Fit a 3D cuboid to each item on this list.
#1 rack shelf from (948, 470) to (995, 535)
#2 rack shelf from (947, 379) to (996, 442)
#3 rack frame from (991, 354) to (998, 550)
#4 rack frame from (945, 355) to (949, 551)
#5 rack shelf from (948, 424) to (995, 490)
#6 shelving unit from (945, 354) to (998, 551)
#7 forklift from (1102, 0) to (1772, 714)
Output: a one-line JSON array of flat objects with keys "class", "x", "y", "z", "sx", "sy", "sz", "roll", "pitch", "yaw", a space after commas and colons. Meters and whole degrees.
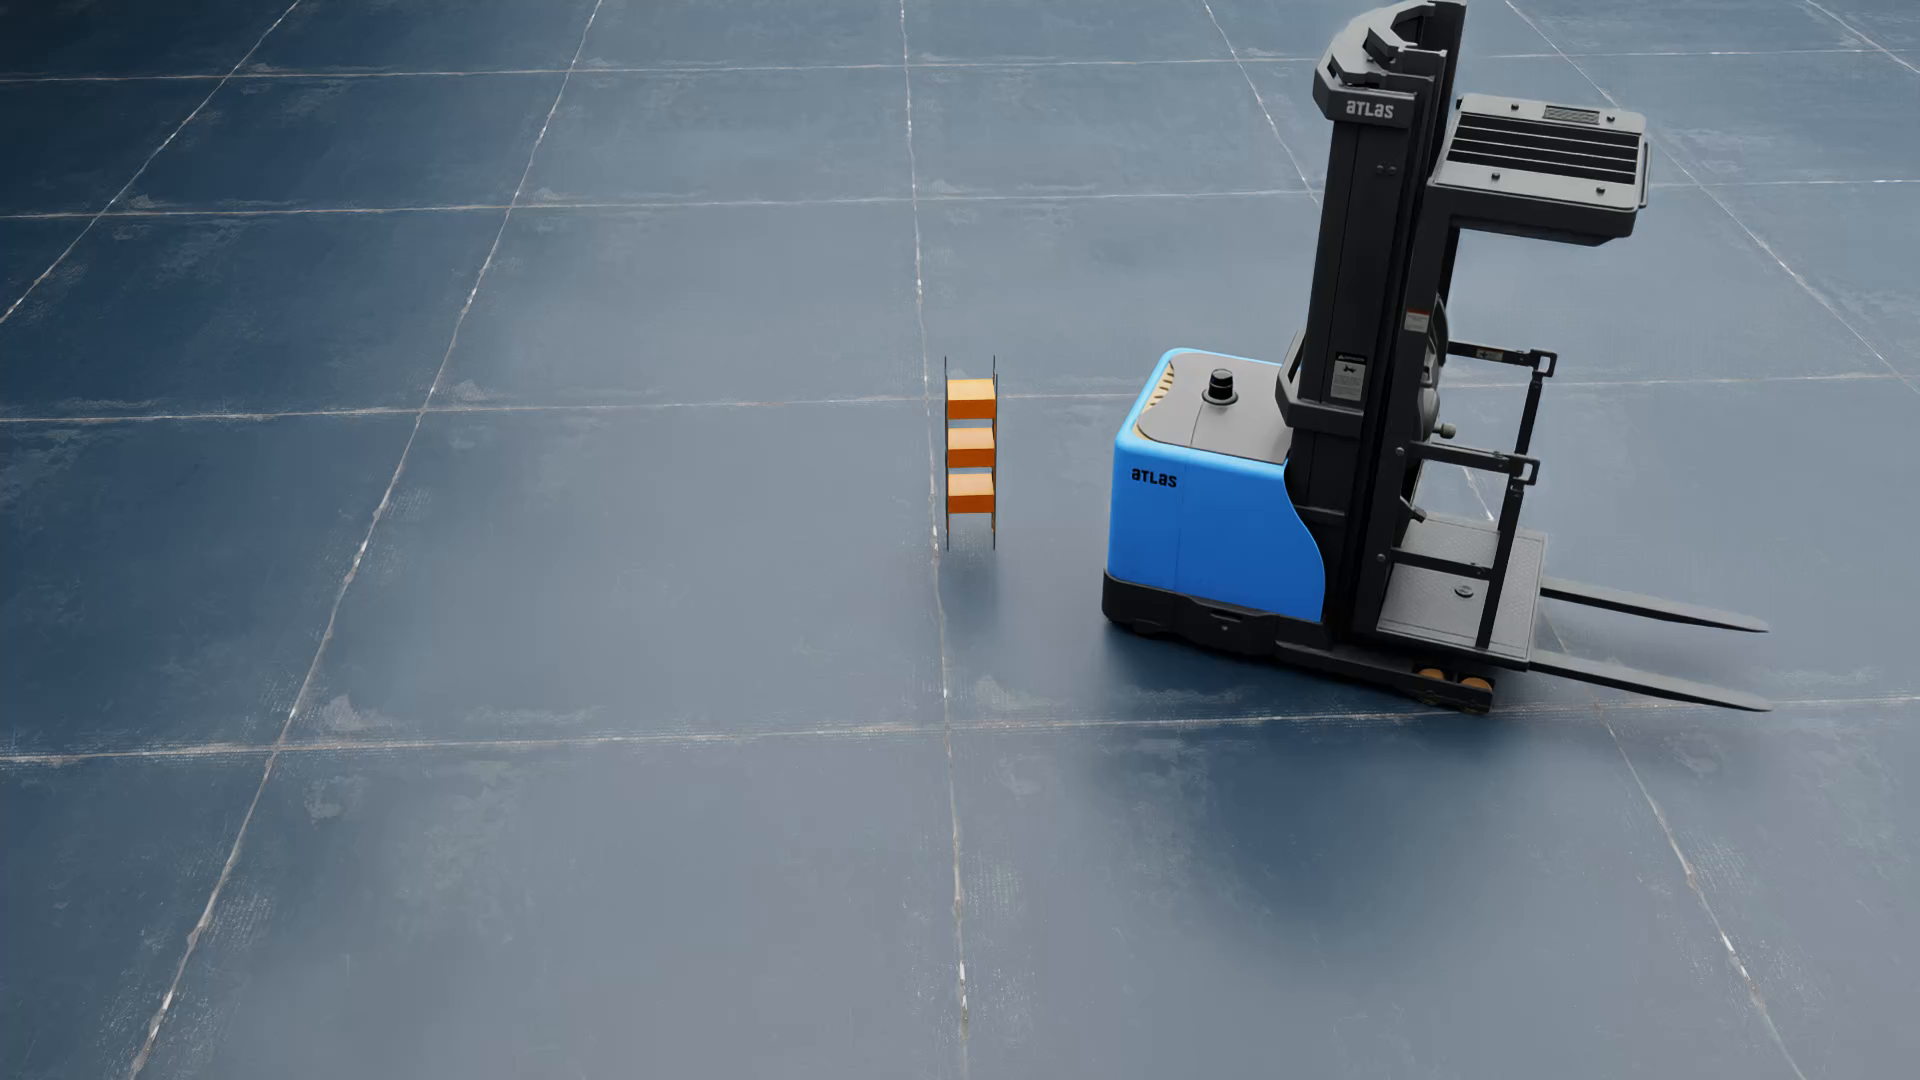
[{"class": "rack shelf", "x": 0.053, "y": -0.196, "z": 8.654, "sx": 0.240, "sy": 0.259, "sz": 0.215, "roll": -2, "pitch": 35, "yaw": -2}, {"class": "rack shelf", "x": 0.053, "y": -0.658, "z": 8.334, "sx": 0.240, "sy": 0.259, "sz": 0.215, "roll": -2, "pitch": 35, "yaw": -2}, {"class": "rack frame", "x": 0.175, "y": -0.436, "z": 8.494, "sx": 0.008, "sy": 1.050, "sz": 0.200, "roll": -2, "pitch": 35, "yaw": -2}, {"class": "rack frame", "x": -0.068, "y": -0.430, "z": 8.485, "sx": 0.008, "sy": 1.050, "sz": 0.200, "roll": -2, "pitch": 35, "yaw": -2}, {"class": "rack shelf", "x": 0.053, "y": -0.424, "z": 8.496, "sx": 0.240, "sy": 0.259, "sz": 0.215, "roll": -2, "pitch": 35, "yaw": -2}, {"class": "shelving unit", "x": 0.053, "y": -0.433, "z": 8.490, "sx": 0.252, "sy": 1.050, "sz": 0.215, "roll": -2, "pitch": 35, "yaw": -2}, {"class": "forklift", "x": 2.268, "y": -0.750, "z": 7.294, "sx": 3.031, "sy": 2.935, "sz": 1.130, "roll": 12, "pitch": 36, "yaw": 17}]
